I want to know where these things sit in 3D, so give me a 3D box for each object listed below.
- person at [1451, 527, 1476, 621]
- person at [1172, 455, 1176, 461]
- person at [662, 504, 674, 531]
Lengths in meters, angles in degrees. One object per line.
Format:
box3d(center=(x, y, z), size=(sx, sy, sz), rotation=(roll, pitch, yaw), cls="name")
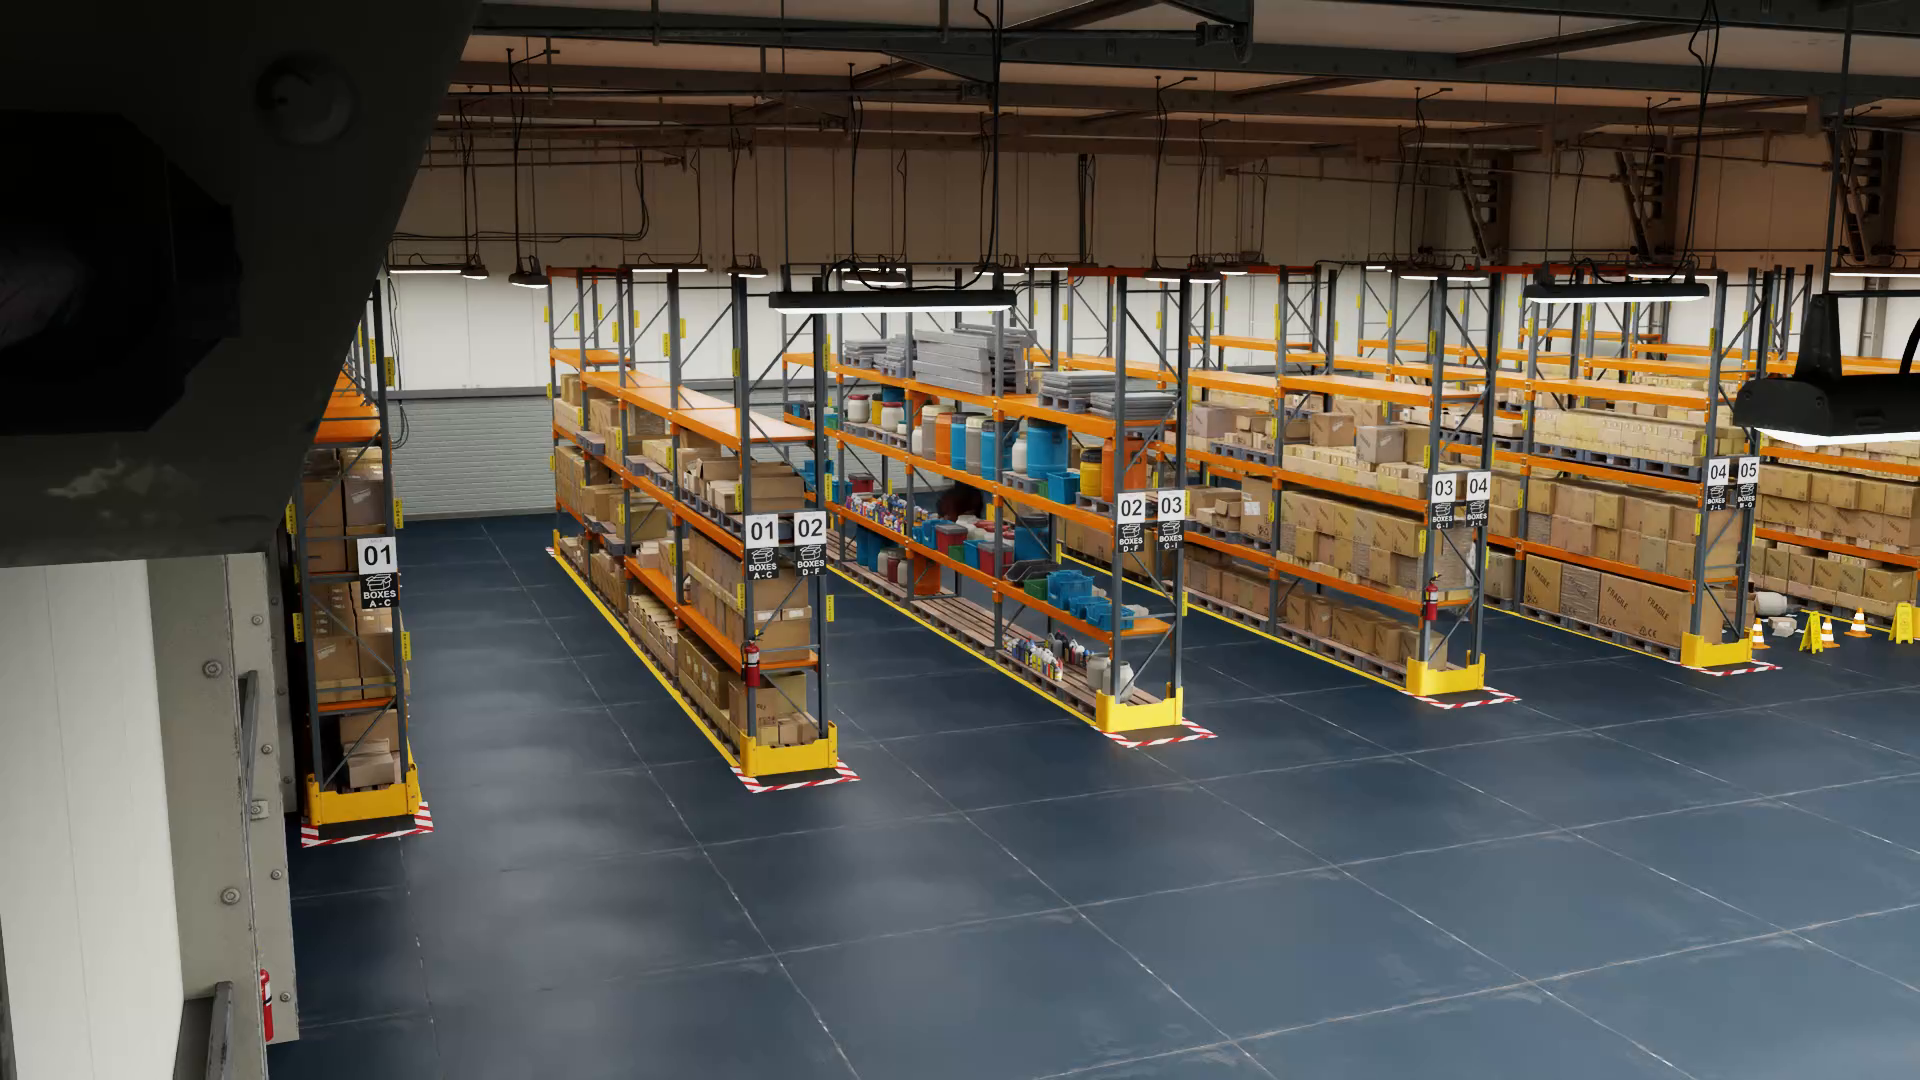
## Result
box3d(center=(8.726, 0.582, 28.546), size=(0.615, 1.658, 0.541), rotation=(-5, 11, -27), cls="person")
box3d(center=(5.498, -1.650, 41.612), size=(0.654, 1.615, 0.744), rotation=(-2, 10, -10), cls="person")
box3d(center=(-6.182, -0.659, 35.468), size=(0.549, 1.704, 0.638), rotation=(9, 14, 43), cls="person")
